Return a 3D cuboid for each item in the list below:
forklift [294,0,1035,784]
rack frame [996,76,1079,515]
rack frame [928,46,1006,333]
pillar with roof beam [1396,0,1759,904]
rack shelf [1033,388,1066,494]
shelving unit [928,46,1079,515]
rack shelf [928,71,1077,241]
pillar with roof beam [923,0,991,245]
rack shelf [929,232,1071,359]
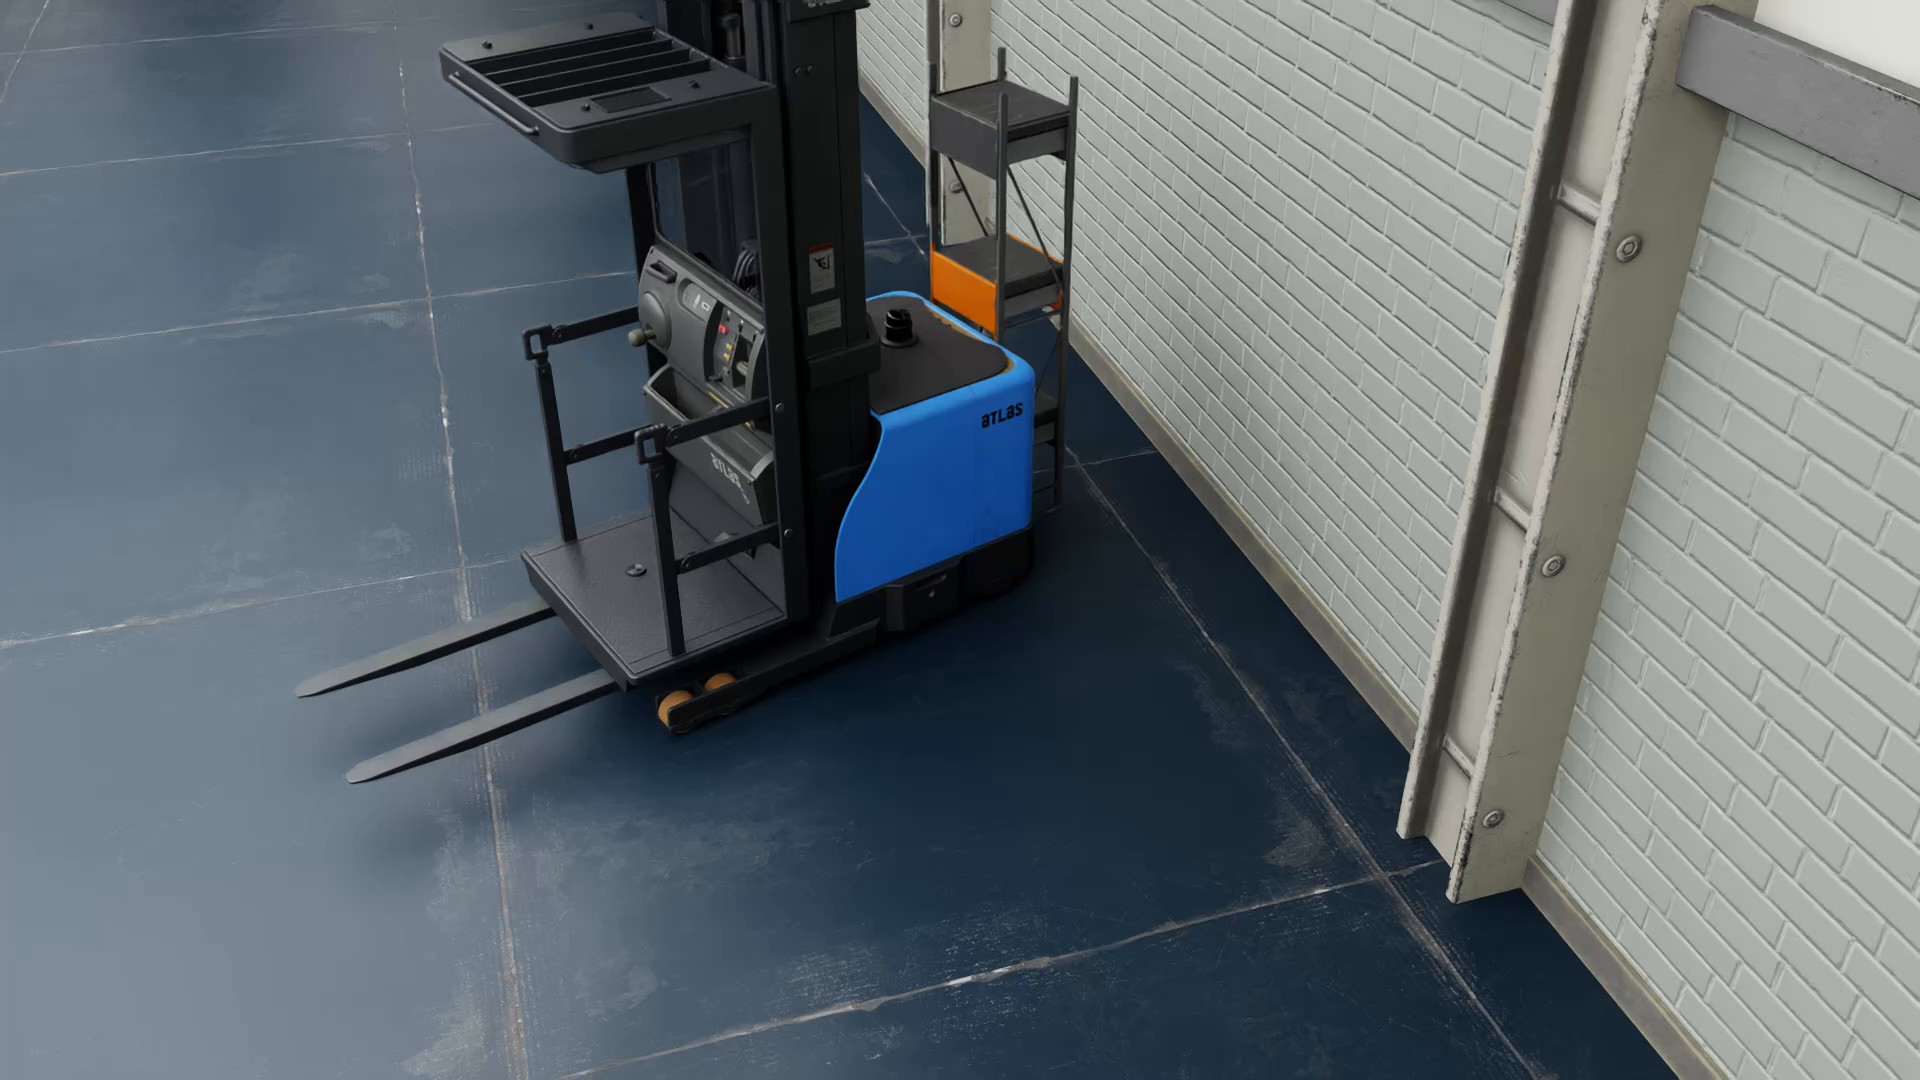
[{"bbox_3d":[-1.167,-0.790,6.288,3.031,2.935,1.130,-21,39,-29],"label":"forklift"},{"bbox_3d":[0.321,-0.963,7.303,0.400,2.100,0.015,-22,39,-30],"label":"rack frame"},{"bbox_3d":[0.032,-1.180,7.630,0.400,2.100,0.015,-22,39,-30],"label":"rack frame"},{"bbox_3d":[-2.287,-1.886,2.441,9.100,9.000,0.400,-10,35,-15],"label":"pillar with roof beam"},{"bbox_3d":[0.176,-0.476,7.860,0.431,0.518,0.480,-22,39,-30],"label":"rack shelf"},{"bbox_3d":[0.176,-1.071,7.467,0.431,2.100,0.503,-22,39,-30],"label":"shelving unit"},{"bbox_3d":[0.176,-1.644,7.088,0.431,0.518,0.480,-22,39,-30],"label":"rack shelf"},{"bbox_3d":[-4.117,-5.036,7.208,9.100,9.000,0.400,-10,35,-15],"label":"pillar with roof beam"},{"bbox_3d":[0.176,-1.060,7.474,0.431,0.518,0.480,-22,39,-30],"label":"rack shelf"}]
